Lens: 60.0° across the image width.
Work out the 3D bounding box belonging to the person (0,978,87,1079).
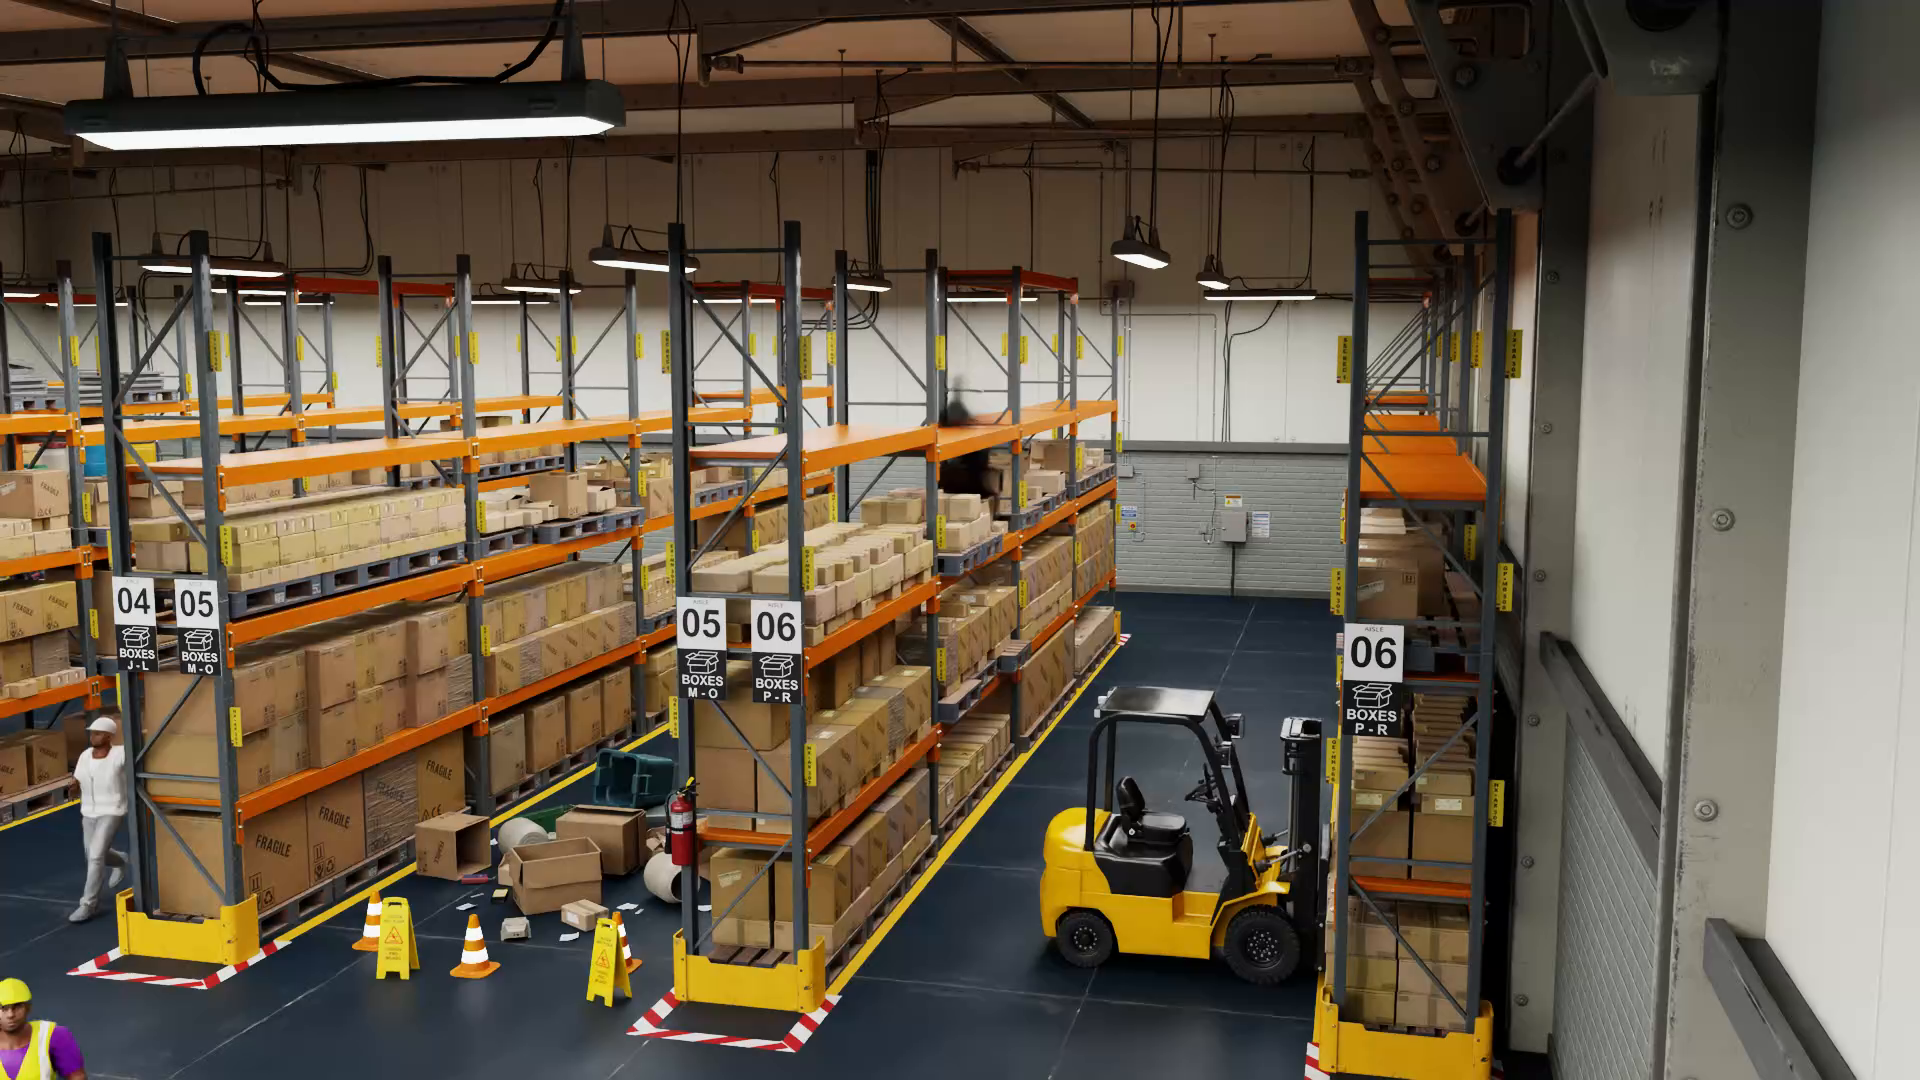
[{"bbox_3d":[-5.087,3.226,8.979,0.705,1.725,0.581,-4,8,-33],"label":"person"}]

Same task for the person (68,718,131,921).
[{"bbox_3d":[-7.773,2.476,15.037,0.715,1.713,0.992,2,7,13],"label":"person"}]
